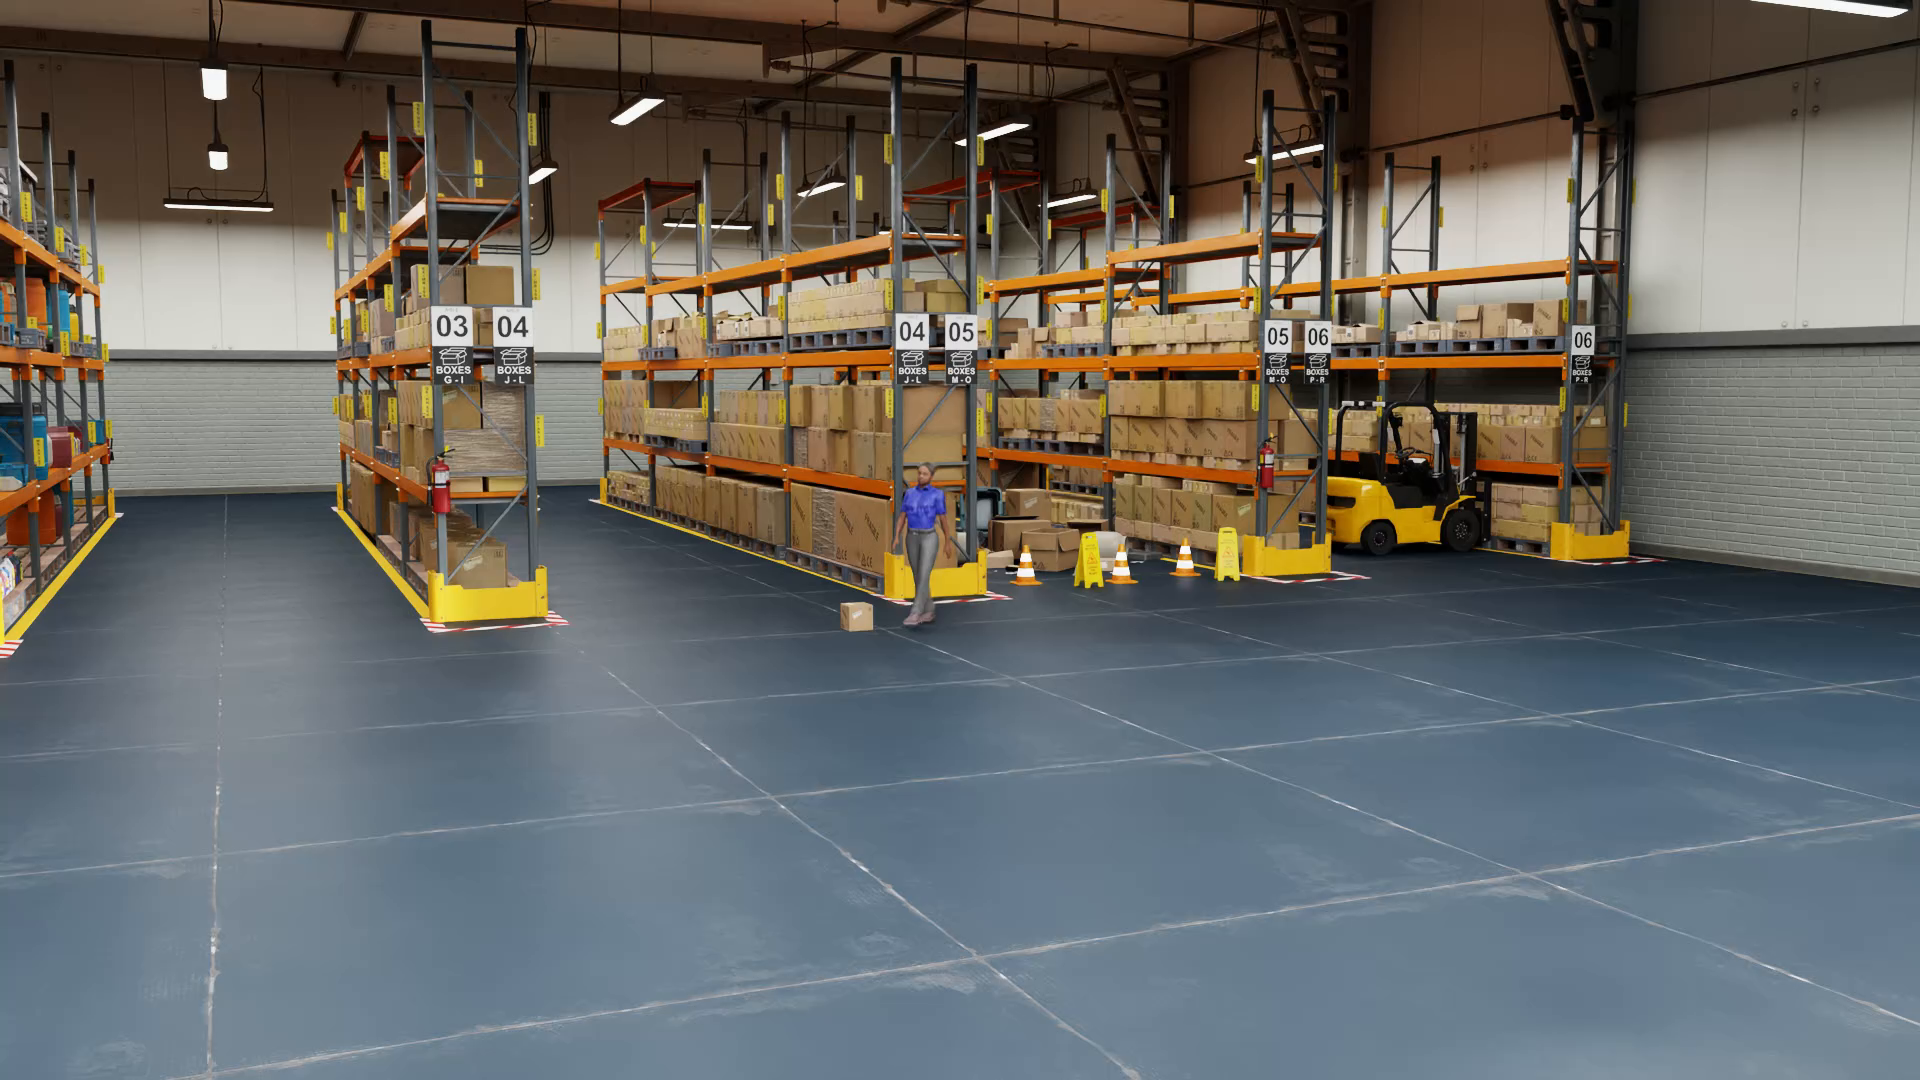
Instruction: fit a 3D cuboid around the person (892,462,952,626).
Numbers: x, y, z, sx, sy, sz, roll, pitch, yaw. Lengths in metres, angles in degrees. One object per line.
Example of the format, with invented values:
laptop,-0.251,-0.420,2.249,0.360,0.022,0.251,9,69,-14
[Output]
person,-0.446,0.041,16.608,0.500,1.628,0.844,3,6,27
